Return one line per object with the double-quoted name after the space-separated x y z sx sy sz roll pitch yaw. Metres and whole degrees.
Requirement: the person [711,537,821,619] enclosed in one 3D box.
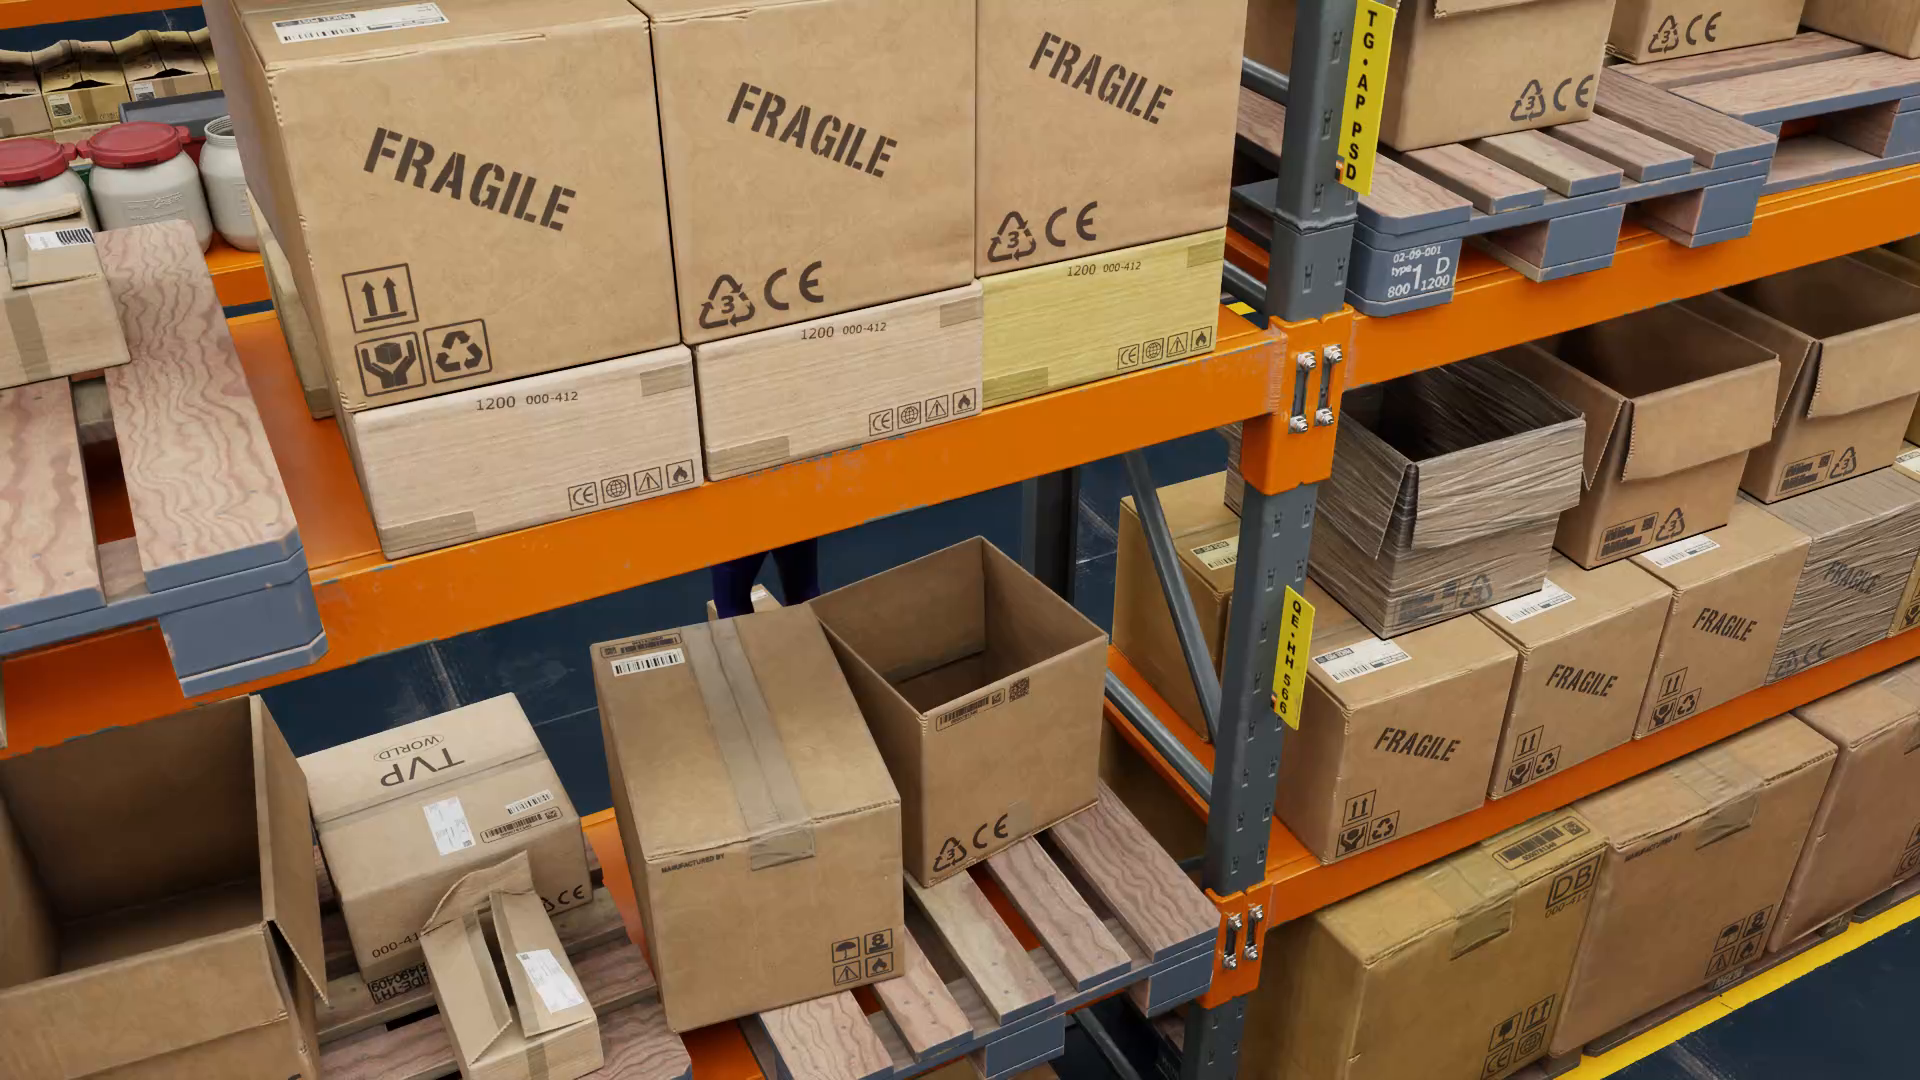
-0.747 -0.019 6.336 0.543 1.477 0.363 -17 37 -24 "person"
